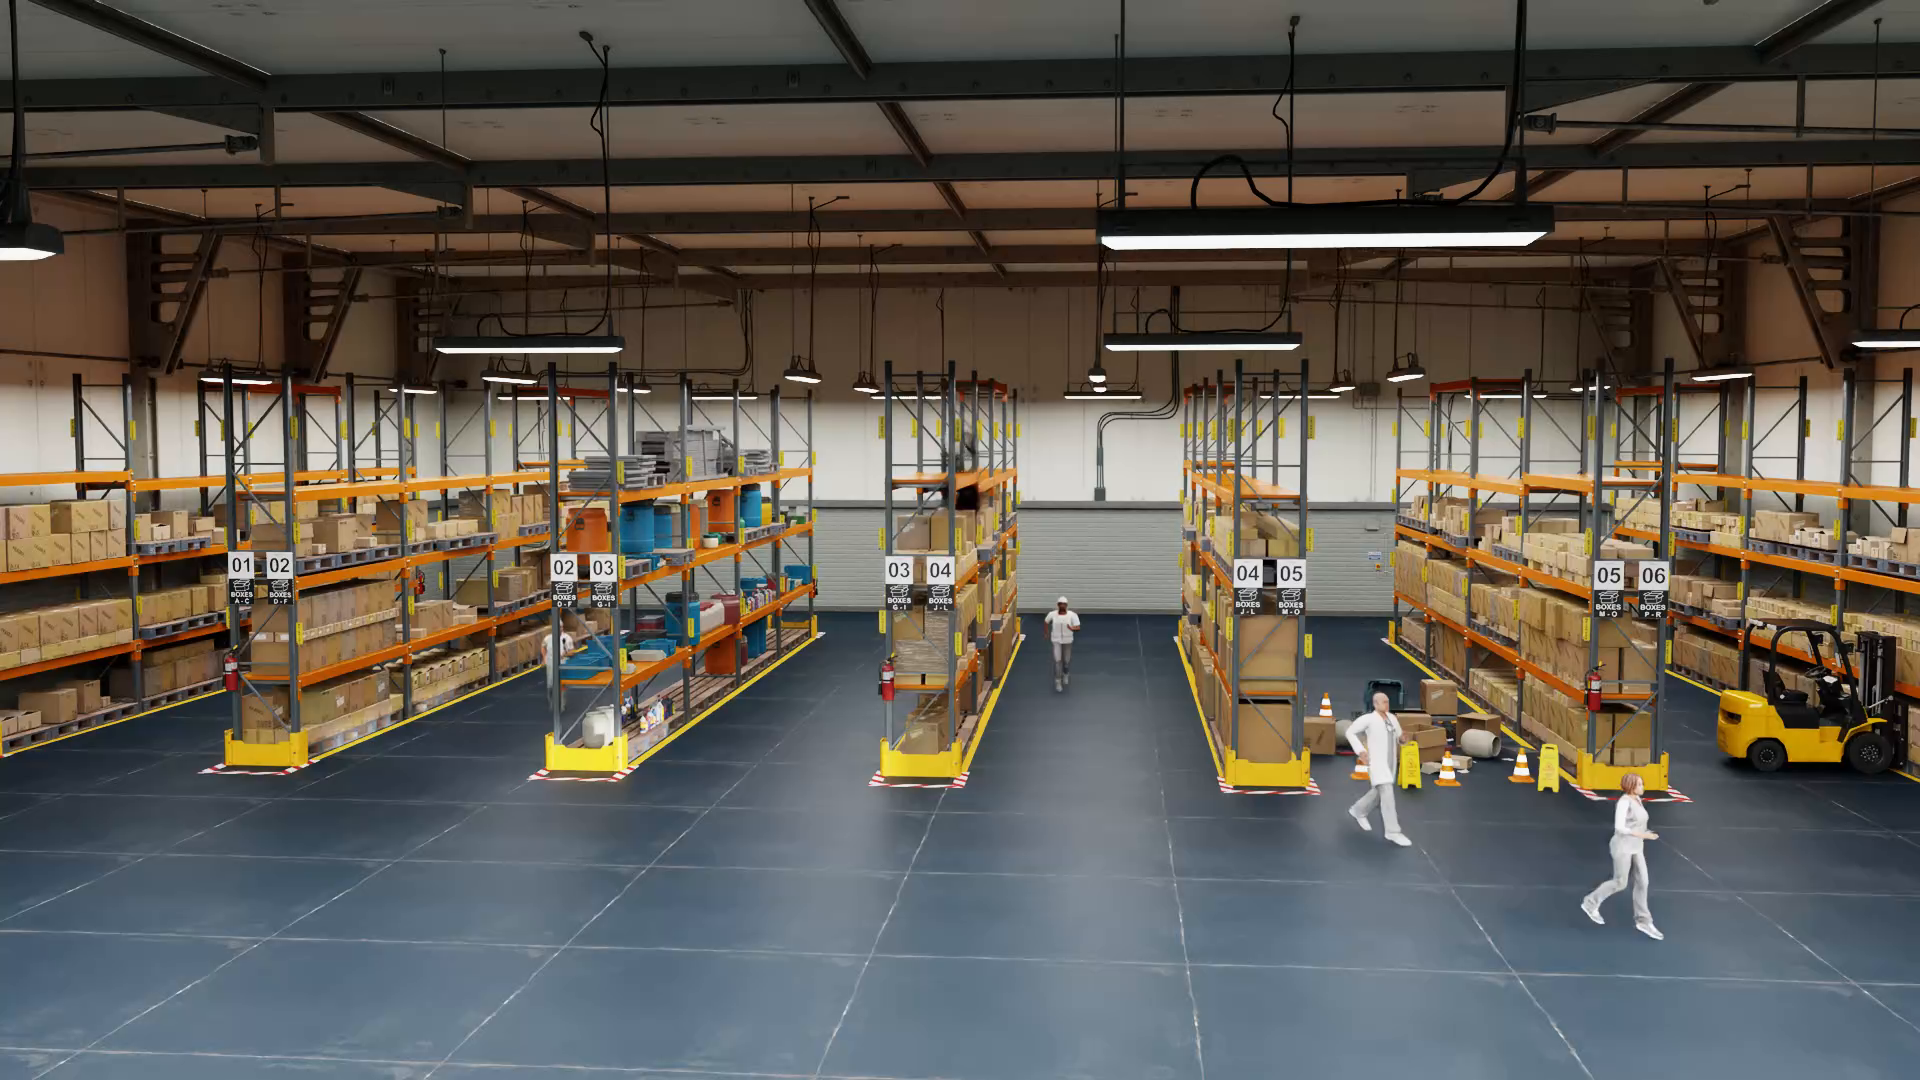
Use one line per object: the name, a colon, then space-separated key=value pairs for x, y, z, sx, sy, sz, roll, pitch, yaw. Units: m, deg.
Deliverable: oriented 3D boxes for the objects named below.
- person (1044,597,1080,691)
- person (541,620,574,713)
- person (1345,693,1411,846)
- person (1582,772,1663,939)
person: x=1.976 y=1.977 z=32.145 sx=0.694 sy=1.765 sz=0.969 roll=0 pitch=4 yaw=1
person: x=-7.122 y=2.240 z=29.423 sx=0.582 sy=1.644 sz=0.606 roll=-1 pitch=4 yaw=-12
person: x=5.134 y=2.748 z=20.294 sx=0.697 sy=1.775 sz=1.049 roll=-3 pitch=5 yaw=-37
person: x=6.621 y=3.110 z=16.573 sx=0.776 sy=1.624 sz=0.562 roll=4 pitch=5 yaw=43
